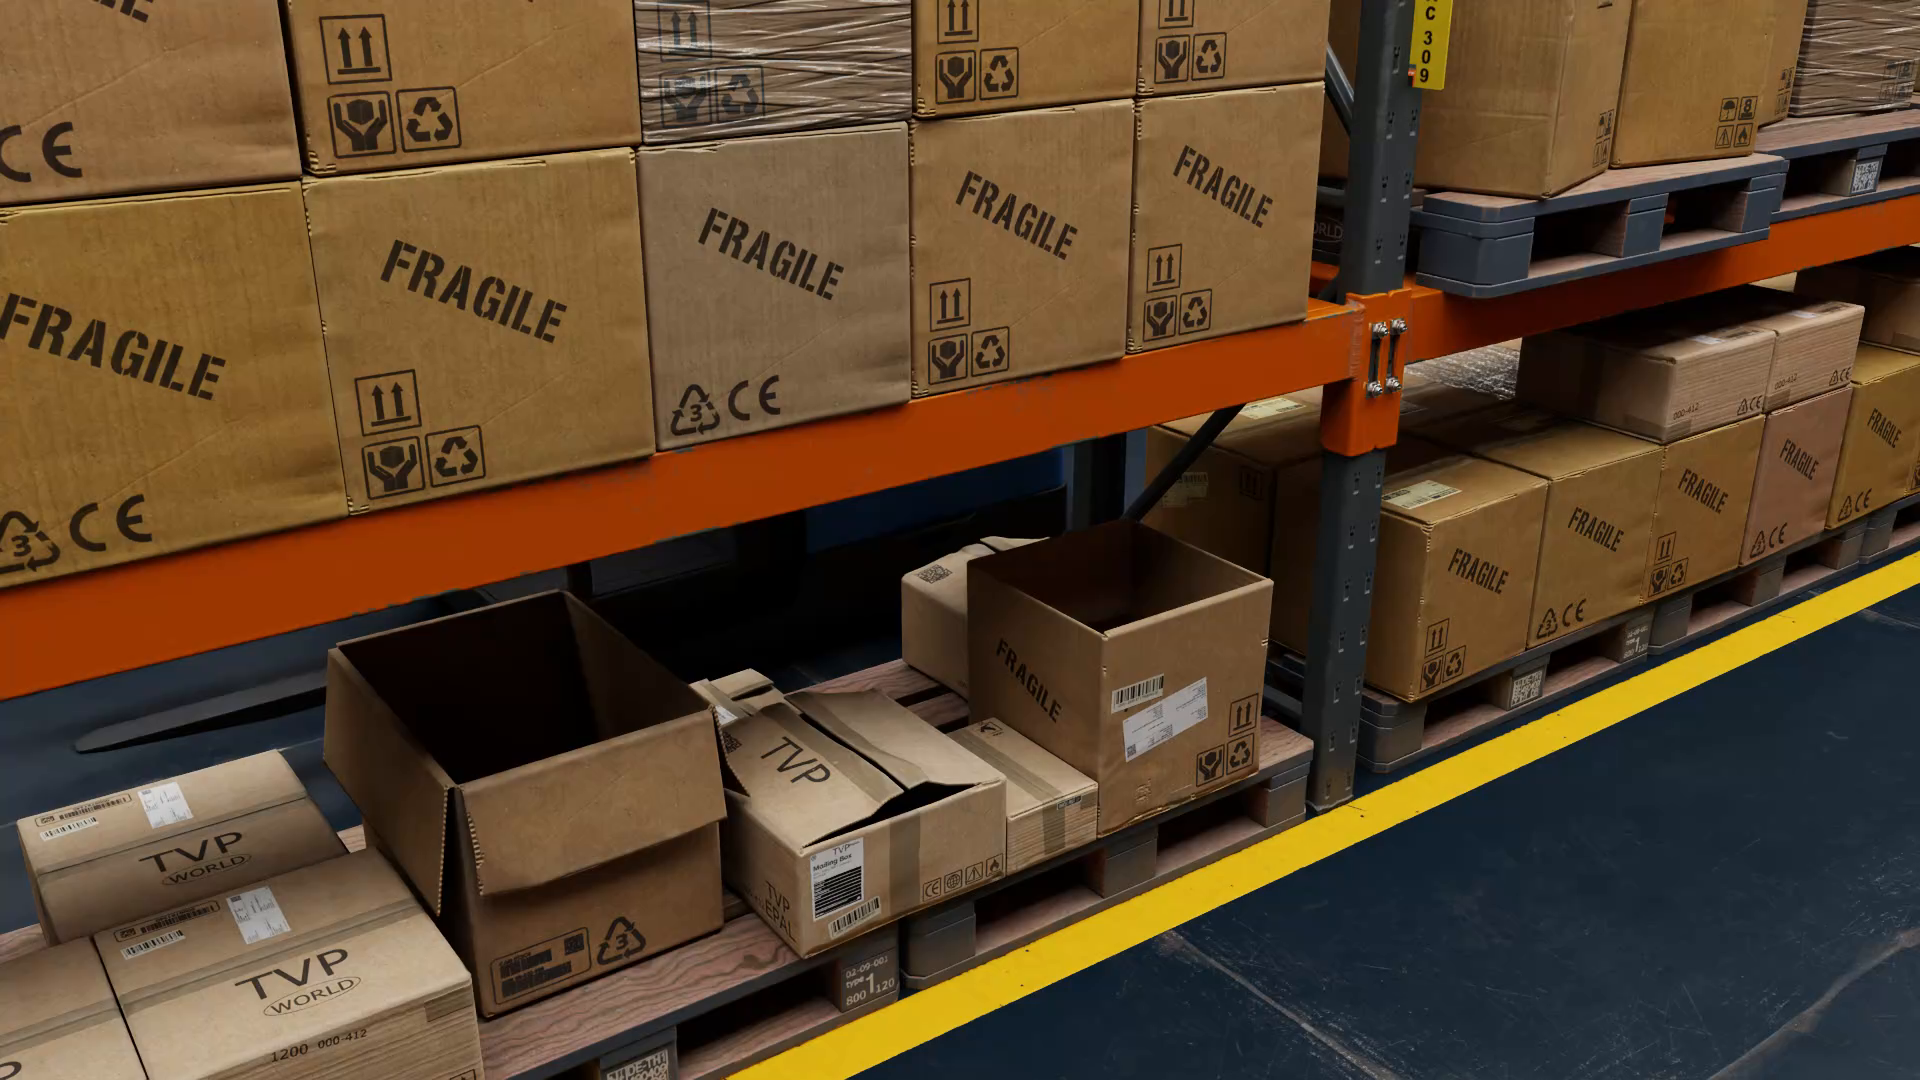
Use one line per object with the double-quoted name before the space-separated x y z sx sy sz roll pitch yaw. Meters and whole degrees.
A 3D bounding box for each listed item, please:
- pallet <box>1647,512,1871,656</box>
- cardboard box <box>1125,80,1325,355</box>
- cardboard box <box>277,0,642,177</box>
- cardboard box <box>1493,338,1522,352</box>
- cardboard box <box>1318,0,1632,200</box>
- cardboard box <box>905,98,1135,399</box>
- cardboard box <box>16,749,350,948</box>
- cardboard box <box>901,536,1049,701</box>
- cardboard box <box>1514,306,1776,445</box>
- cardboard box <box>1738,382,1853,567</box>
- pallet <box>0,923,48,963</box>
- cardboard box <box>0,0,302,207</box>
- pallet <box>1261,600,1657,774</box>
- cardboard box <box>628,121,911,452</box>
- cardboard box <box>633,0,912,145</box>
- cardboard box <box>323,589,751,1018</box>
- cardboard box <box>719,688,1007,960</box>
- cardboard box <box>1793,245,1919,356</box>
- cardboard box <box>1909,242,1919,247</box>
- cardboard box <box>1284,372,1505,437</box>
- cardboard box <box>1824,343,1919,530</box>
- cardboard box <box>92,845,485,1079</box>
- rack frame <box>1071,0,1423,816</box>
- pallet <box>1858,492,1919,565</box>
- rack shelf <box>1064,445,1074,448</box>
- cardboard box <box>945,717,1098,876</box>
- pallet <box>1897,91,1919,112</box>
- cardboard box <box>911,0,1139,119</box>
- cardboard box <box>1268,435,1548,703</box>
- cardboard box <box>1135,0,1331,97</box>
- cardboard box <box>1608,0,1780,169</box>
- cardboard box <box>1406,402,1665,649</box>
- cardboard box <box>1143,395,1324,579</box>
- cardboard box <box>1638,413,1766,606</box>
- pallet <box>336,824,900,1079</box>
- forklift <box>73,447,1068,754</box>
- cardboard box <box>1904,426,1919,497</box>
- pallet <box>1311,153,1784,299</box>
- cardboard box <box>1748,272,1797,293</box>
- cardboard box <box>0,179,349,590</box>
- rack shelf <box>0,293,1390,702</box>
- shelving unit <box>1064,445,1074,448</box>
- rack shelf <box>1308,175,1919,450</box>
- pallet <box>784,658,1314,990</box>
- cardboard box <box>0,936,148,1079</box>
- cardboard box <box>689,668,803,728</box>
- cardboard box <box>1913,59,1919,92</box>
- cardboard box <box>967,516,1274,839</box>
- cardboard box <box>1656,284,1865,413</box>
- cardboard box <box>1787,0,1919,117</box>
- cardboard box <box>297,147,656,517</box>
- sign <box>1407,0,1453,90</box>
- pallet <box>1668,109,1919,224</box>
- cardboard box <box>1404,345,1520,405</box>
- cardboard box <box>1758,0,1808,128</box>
"pallet" 2.286 -0.024 5.671 1.213 0.211 1.003 -15 26 -33
"cardboard box" 0.401 -0.727 3.536 0.500 0.500 0.500 -14 26 -32
"cardboard box" -0.835 -0.860 2.520 0.500 0.500 0.500 -15 26 -33
"cardboard box" 2.115 -0.426 5.696 0.500 0.500 0.500 -16 27 -35
"cardboard box" 1.172 -1.143 4.011 0.700 0.500 0.500 14 26 32
"cardboard box" -0.017 -0.615 3.255 0.500 0.500 0.500 -14 26 -31
"cardboard box" -1.504 0.684 3.251 0.500 0.250 0.500 -15 26 -33
"cardboard box" 0.190 0.204 4.371 0.500 0.311 0.500 -15 26 -33
"cardboard box" 2.004 -0.505 4.883 0.500 0.250 0.500 -15 26 -33
"cardboard box" 2.439 -0.275 5.316 0.500 0.500 0.500 -16 27 -35
"pallet" -1.882 1.106 2.841 1.213 0.211 1.003 -15 26 -33
"cardboard box" -1.247 -0.750 2.244 0.500 0.500 0.500 -15 26 -32
"pallet" 1.295 0.242 5.006 1.213 0.211 1.003 -15 26 -33
"cardboard box" -0.432 -0.503 2.975 0.500 0.500 0.500 -14 26 -32
"cardboard box" -0.426 -0.969 2.793 0.500 0.500 0.500 -15 26 -32
"cardboard box" -0.865 0.497 3.377 0.637 0.503 0.797 -15 26 -33
"cardboard box" -0.249 0.550 3.506 0.500 0.311 0.500 -15 26 -33
"cardboard box" 3.239 -0.837 5.713 0.500 0.250 0.500 -14 26 -31
"cardboard box" 4.185 -1.098 6.986 0.500 0.311 0.500 -14 26 -31
"cardboard box" 1.296 -0.207 5.146 0.500 0.500 0.500 -15 26 -33
"cardboard box" 2.862 -0.390 5.606 0.500 0.500 0.500 -16 27 -35
"cardboard box" -1.171 0.824 2.901 0.500 0.250 0.500 -15 26 -33
"rack frame" 0.657 -0.866 4.019 0.127 3.000 1.000 -15 26 -33
"pallet" 3.276 -0.286 6.329 1.213 0.211 1.003 -15 26 -33
"rack shelf" 0.334 -0.373 6.032 0.480 0.148 0.258 -16 27 -34
"cardboard box" 0.091 0.562 3.694 0.250 0.149 0.380 -15 26 -33
"pallet" 3.395 -1.475 5.804 1.003 0.211 1.213 -15 26 -33
"cardboard box" -0.017 -1.078 3.066 0.500 0.500 0.500 -16 27 -34
"cardboard box" 1.192 0.059 4.479 0.500 0.500 0.500 -16 27 -35
"cardboard box" 0.398 -1.189 3.346 0.500 0.500 0.500 -15 26 -33
"cardboard box" 1.693 -1.311 4.432 0.500 0.500 0.700 -10 24 -25
"cardboard box" 1.618 -0.059 4.777 0.500 0.500 0.500 -14 26 -32
"cardboard box" 0.890 -0.102 4.884 0.500 0.500 0.500 -15 26 -33
"cardboard box" 2.028 -0.165 5.043 0.500 0.500 0.500 -15 26 -32
"pallet" -0.892 0.843 3.498 1.213 0.211 1.003 -15 26 -33
"forklift" -1.122 -1.079 4.645 3.031 2.935 1.130 -16 27 -34
"cardboard box" 3.282 -0.502 5.886 0.500 0.500 0.500 -14 26 -31
"pallet" 1.369 -0.917 4.406 1.213 0.211 1.003 -15 26 -33
"cardboard box" 3.368 -0.762 6.539 0.500 0.500 0.500 -14 26 -31
"cardboard box" -1.251 -0.284 2.427 0.500 0.500 0.500 -15 26 -33
"rack shelf" -0.966 -0.099 3.067 4.000 0.370 1.077 -15 26 -33
"shelving unit" 0.334 -0.655 5.919 0.503 1.200 0.258 -16 27 -34
"rack shelf" 2.280 -0.965 5.237 4.000 0.370 1.077 -15 26 -33
"pallet" 0.099 0.578 4.164 1.213 0.211 1.003 -15 26 -33
"cardboard box" -1.577 0.932 2.630 0.500 0.250 0.500 -15 26 -33
"cardboard box" -0.506 0.462 3.921 0.250 0.166 0.380 -15 26 -33
"cardboard box" 3.459 -1.803 5.666 0.700 0.500 0.500 14 26 32
"cardboard box" 0.360 0.299 3.878 0.500 0.500 0.500 -15 26 -33
"cardboard box" 2.411 -0.614 5.155 0.500 0.250 0.500 -16 26 -34
"cardboard box" 2.605 -1.662 5.314 0.500 0.500 0.700 -10 24 -23
"cardboard box" -0.844 -0.392 2.696 0.500 0.500 0.500 -15 26 -32
"sign" 0.980 -1.106 3.454 0.005 0.325 0.100 -15 26 -33
"pallet" 2.328 -1.220 5.166 1.213 0.211 1.003 -15 26 -33
"cardboard box" 1.704 -0.315 5.418 0.500 0.500 0.500 -15 26 -32
"cardboard box" 2.055 -1.508 4.927 0.700 0.500 0.500 17 27 36
